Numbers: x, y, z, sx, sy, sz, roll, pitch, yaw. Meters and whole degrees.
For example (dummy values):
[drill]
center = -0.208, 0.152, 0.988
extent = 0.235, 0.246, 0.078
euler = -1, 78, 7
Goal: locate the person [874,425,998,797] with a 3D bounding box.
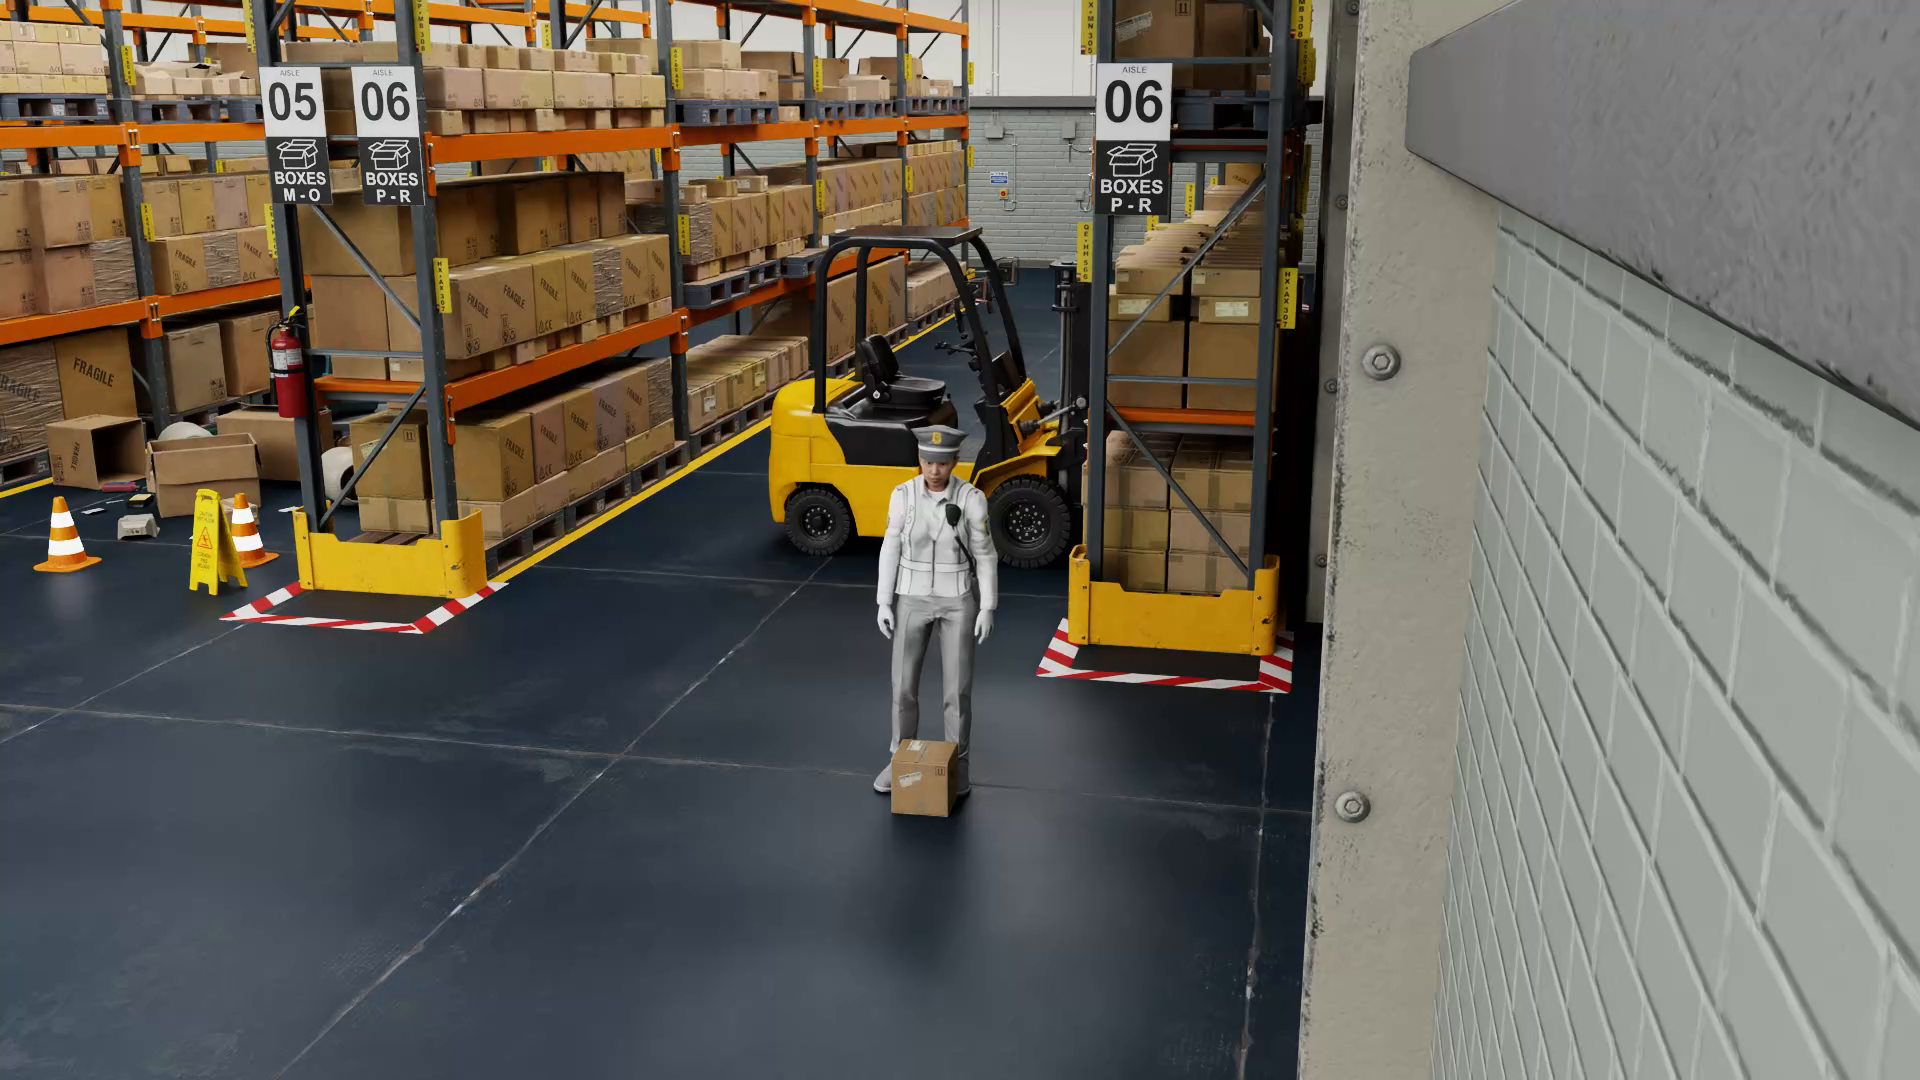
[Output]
[person]
center = -0.104, 0.301, 7.360
extent = 0.547, 1.667, 0.370
euler = 2, 15, 8
